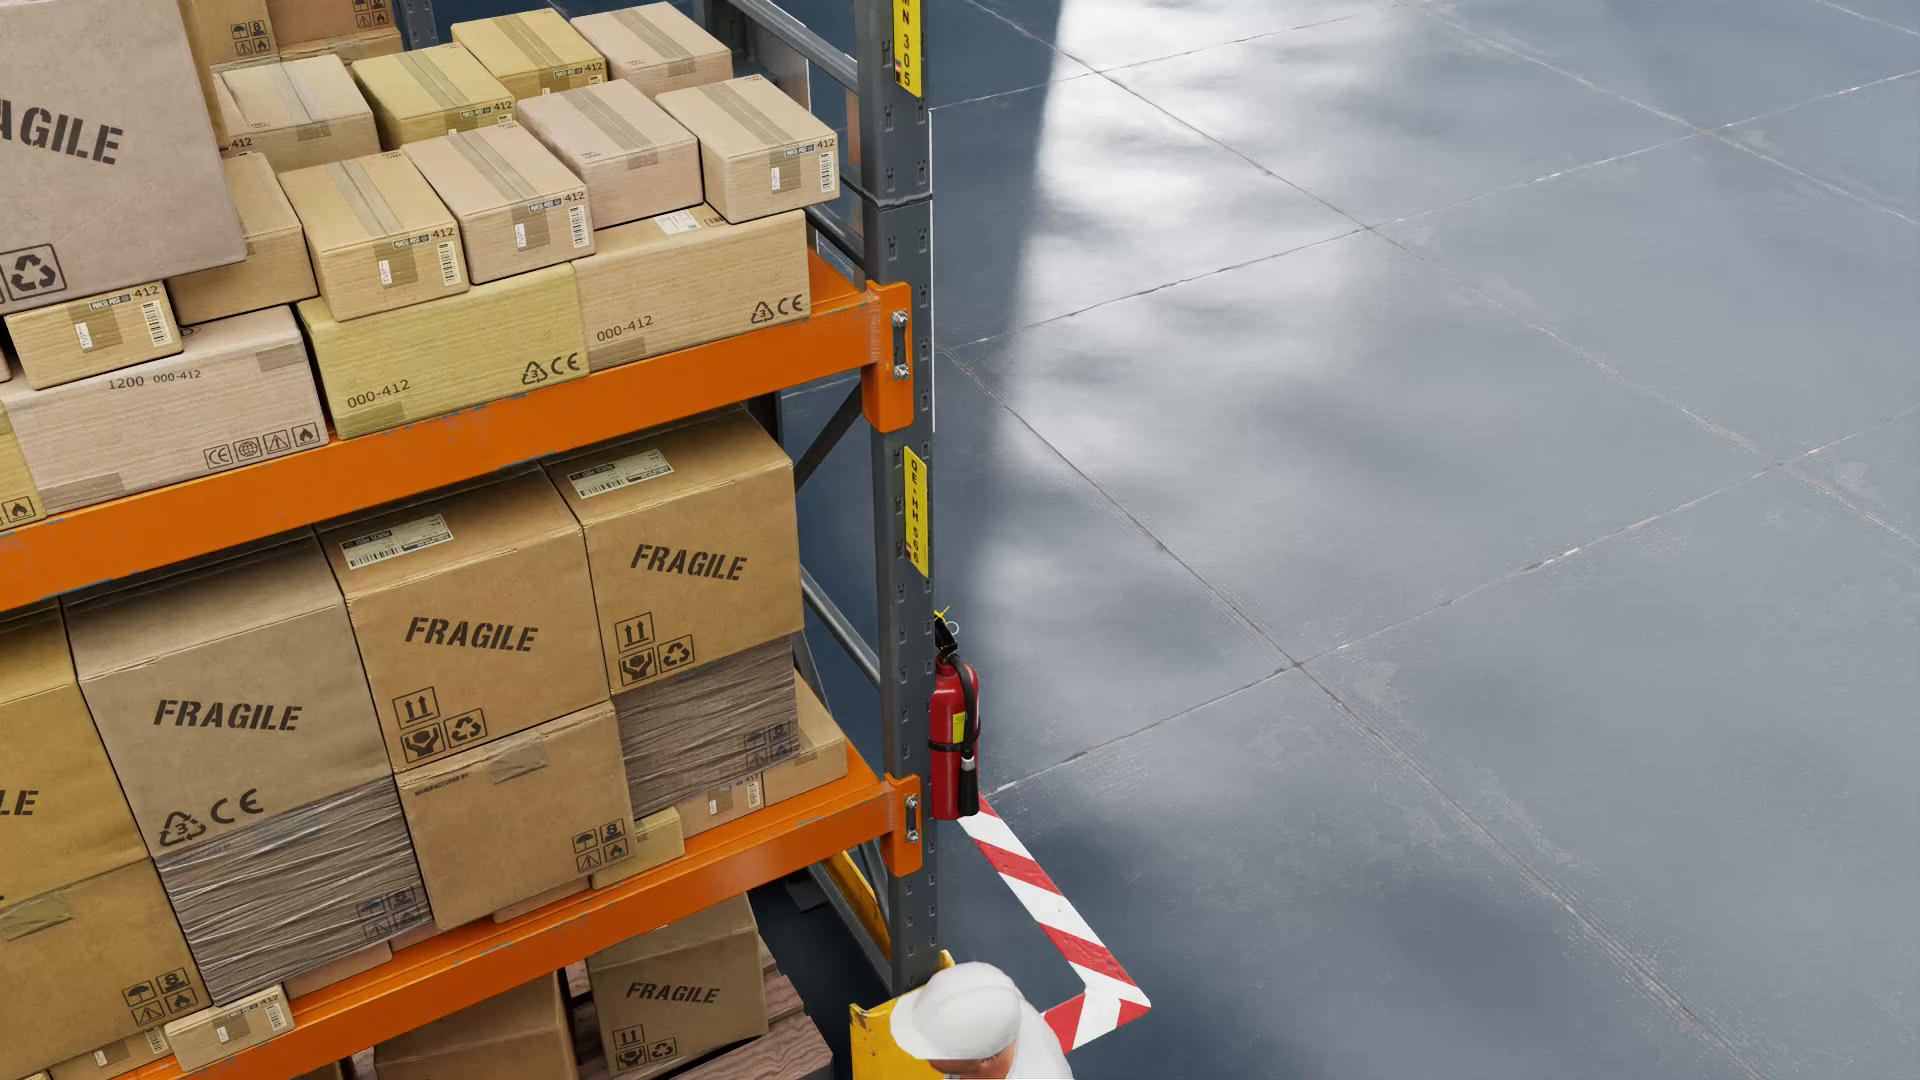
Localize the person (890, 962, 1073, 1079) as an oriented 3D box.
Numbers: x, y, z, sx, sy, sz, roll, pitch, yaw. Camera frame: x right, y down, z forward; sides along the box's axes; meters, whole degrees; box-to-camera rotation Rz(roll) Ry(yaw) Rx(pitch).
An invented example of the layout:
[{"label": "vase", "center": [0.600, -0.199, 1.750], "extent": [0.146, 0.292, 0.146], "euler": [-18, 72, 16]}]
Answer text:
[{"label": "person", "center": [0.069, 1.593, 3.983], "extent": [0.453, 1.778, 0.616], "euler": [-8, 37, -10]}]
